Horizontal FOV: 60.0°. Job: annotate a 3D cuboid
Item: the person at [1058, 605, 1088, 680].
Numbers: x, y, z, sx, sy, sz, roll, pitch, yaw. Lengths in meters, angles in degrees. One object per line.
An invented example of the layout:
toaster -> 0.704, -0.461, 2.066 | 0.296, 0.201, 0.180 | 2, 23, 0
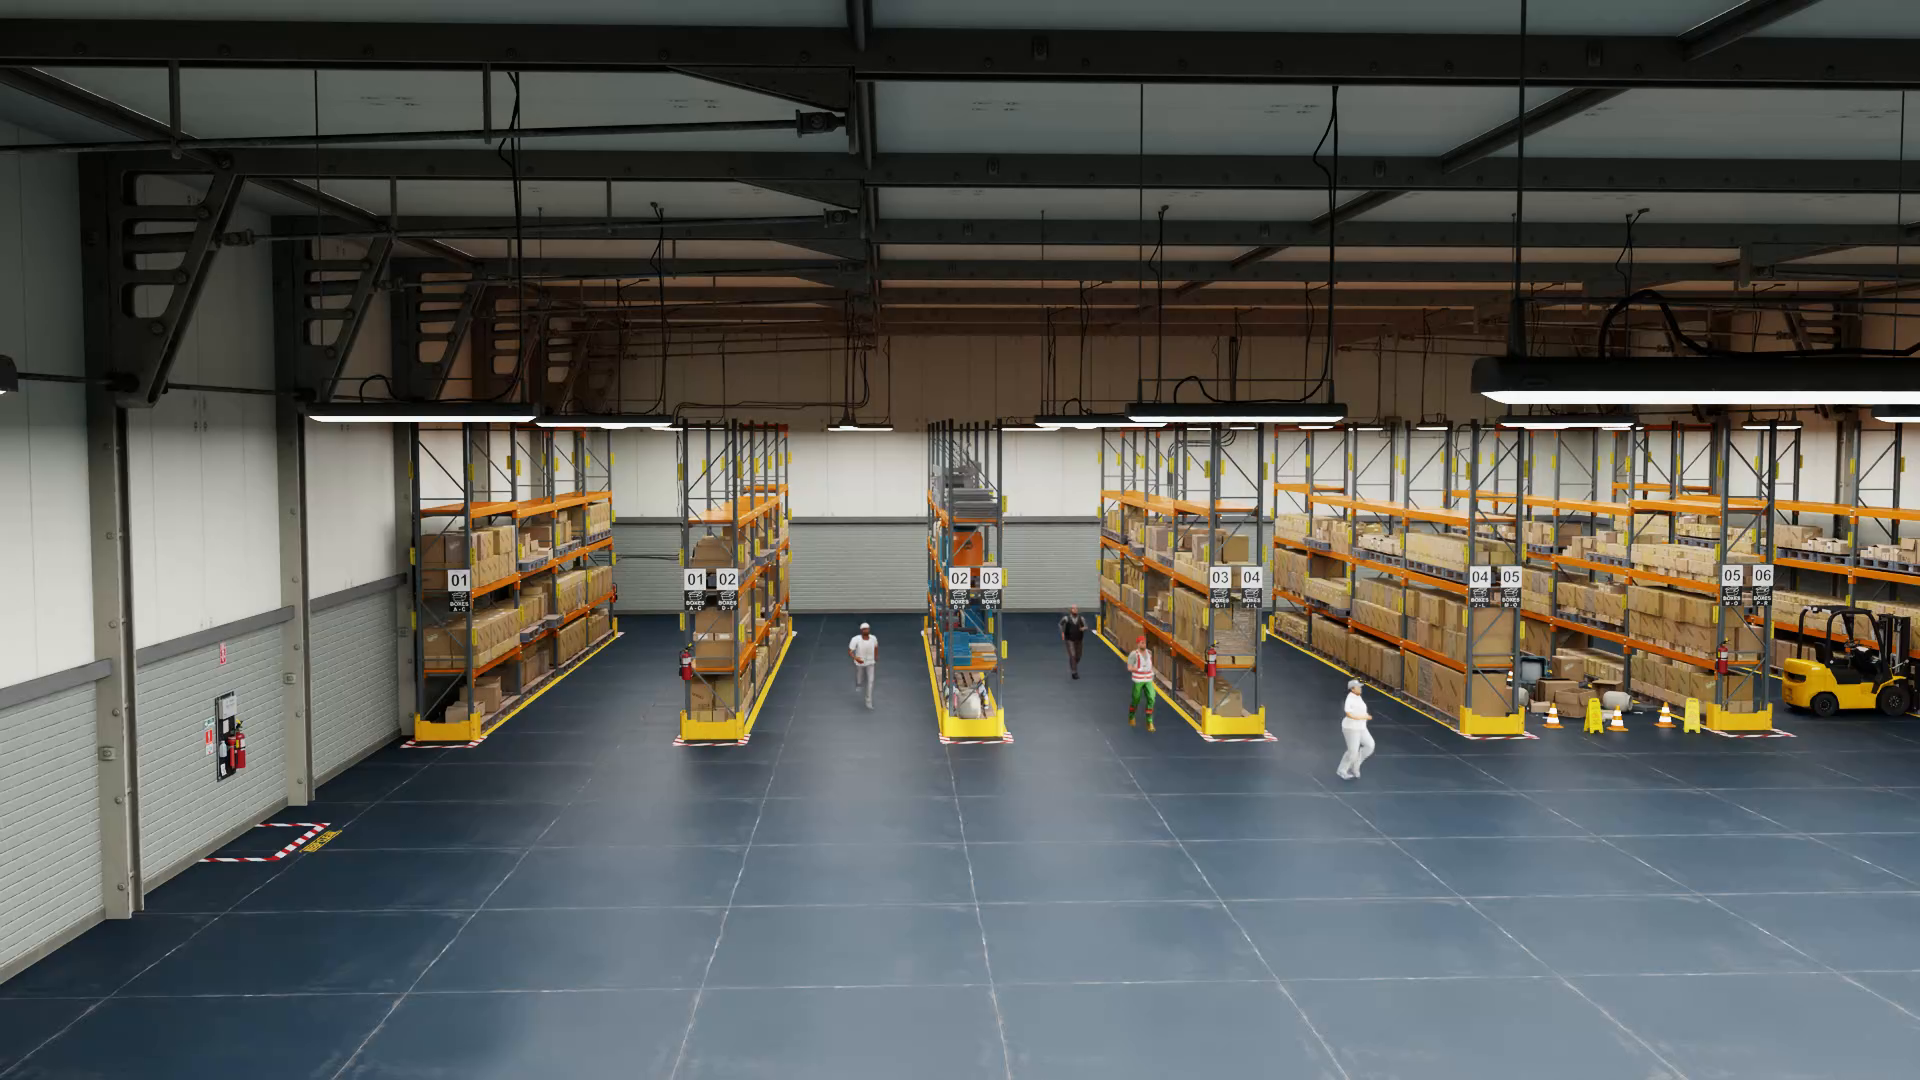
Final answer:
person -> 2.662, 2.356, 38.848 | 0.659, 1.700, 0.968 | -1, 4, -13

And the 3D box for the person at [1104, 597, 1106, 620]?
person -> 4.354, 1.814, 49.107 | 0.535, 1.558, 0.525 | 0, 4, 4

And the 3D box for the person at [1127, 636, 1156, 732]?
person -> 3.494, 2.764, 32.133 | 0.655, 1.852, 0.835 | -1, 4, -20

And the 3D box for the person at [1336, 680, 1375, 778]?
person -> 6.537, 3.134, 27.488 | 0.604, 1.662, 0.667 | 2, 4, 31

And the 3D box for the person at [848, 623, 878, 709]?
person -> -2.029, 2.623, 35.081 | 0.671, 1.757, 1.098 | -1, 4, -11
